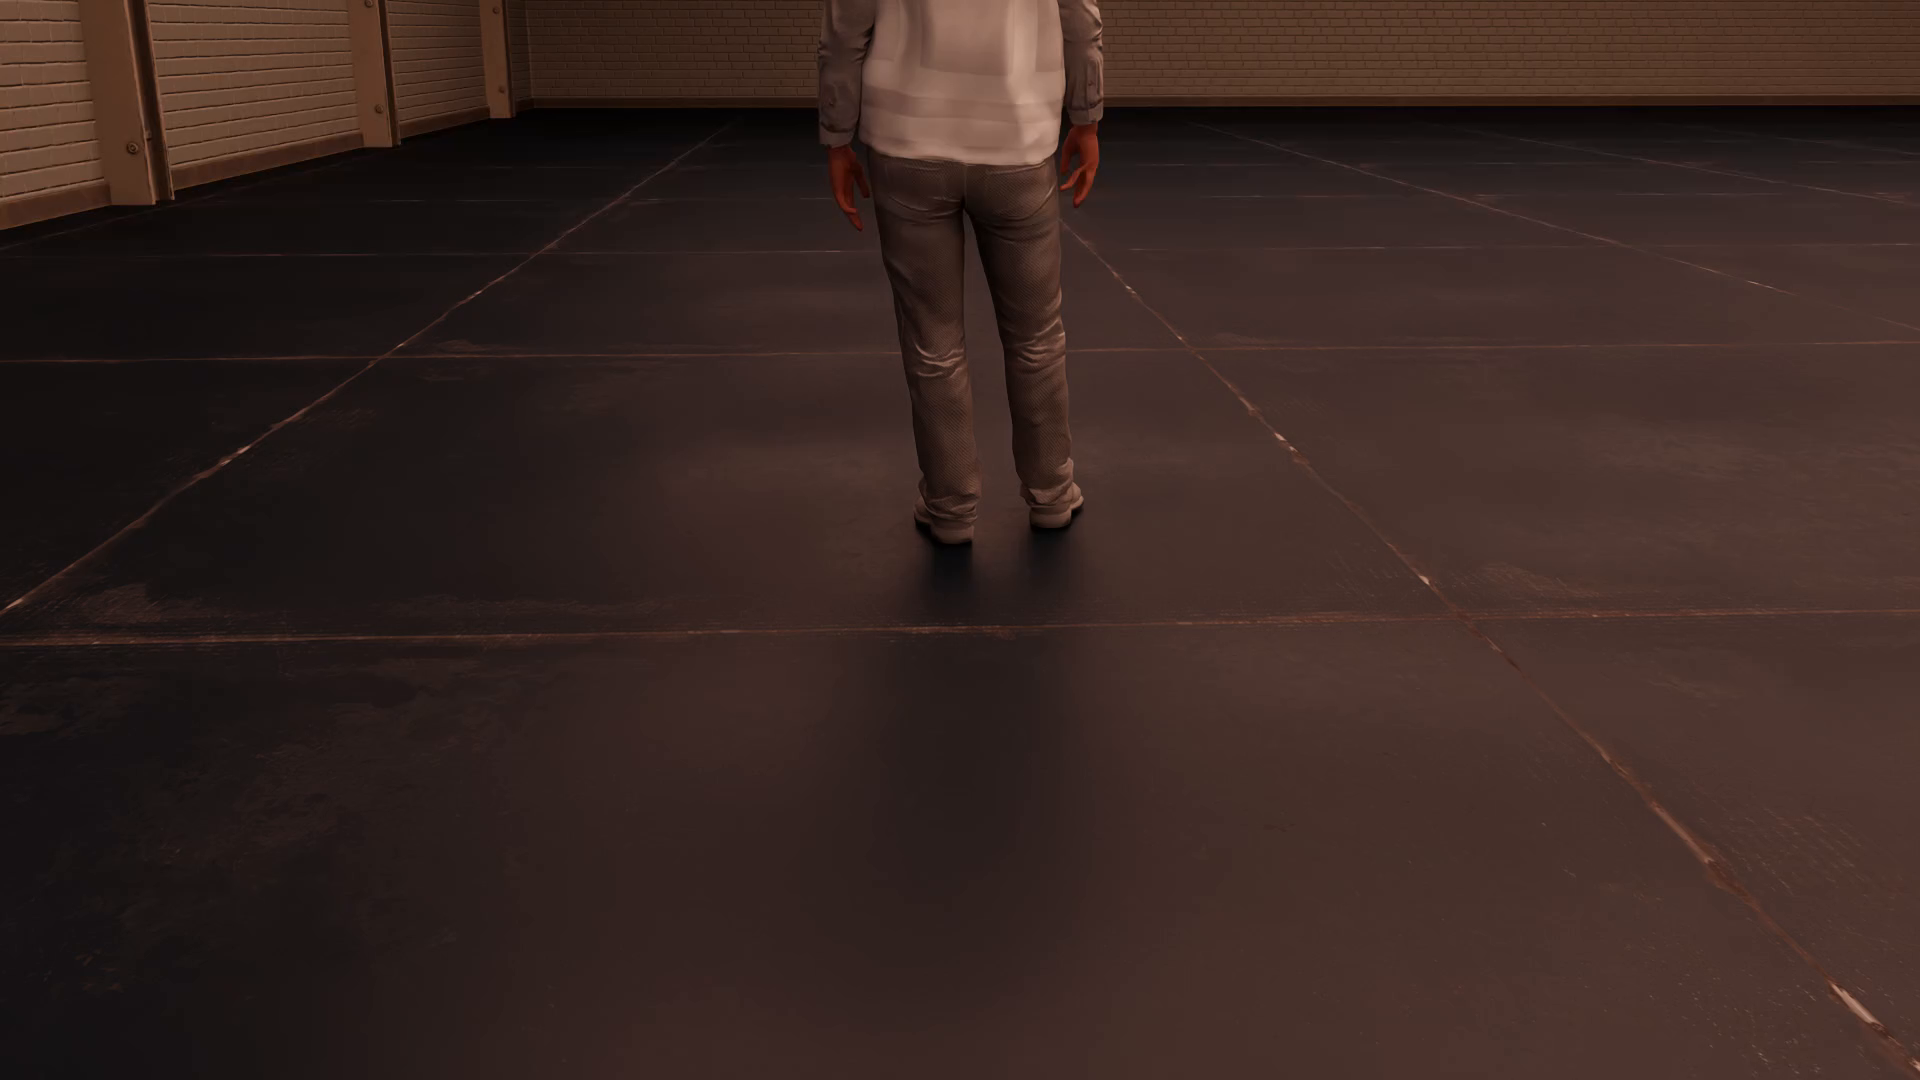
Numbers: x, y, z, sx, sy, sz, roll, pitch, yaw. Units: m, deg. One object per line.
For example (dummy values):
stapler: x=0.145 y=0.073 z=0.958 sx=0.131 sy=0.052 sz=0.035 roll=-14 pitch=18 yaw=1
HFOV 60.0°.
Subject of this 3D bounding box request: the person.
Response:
person: x=0.005 y=-0.874 z=3.716 sx=0.632 sy=1.773 sz=0.568 roll=-1 pitch=17 yaw=-3
